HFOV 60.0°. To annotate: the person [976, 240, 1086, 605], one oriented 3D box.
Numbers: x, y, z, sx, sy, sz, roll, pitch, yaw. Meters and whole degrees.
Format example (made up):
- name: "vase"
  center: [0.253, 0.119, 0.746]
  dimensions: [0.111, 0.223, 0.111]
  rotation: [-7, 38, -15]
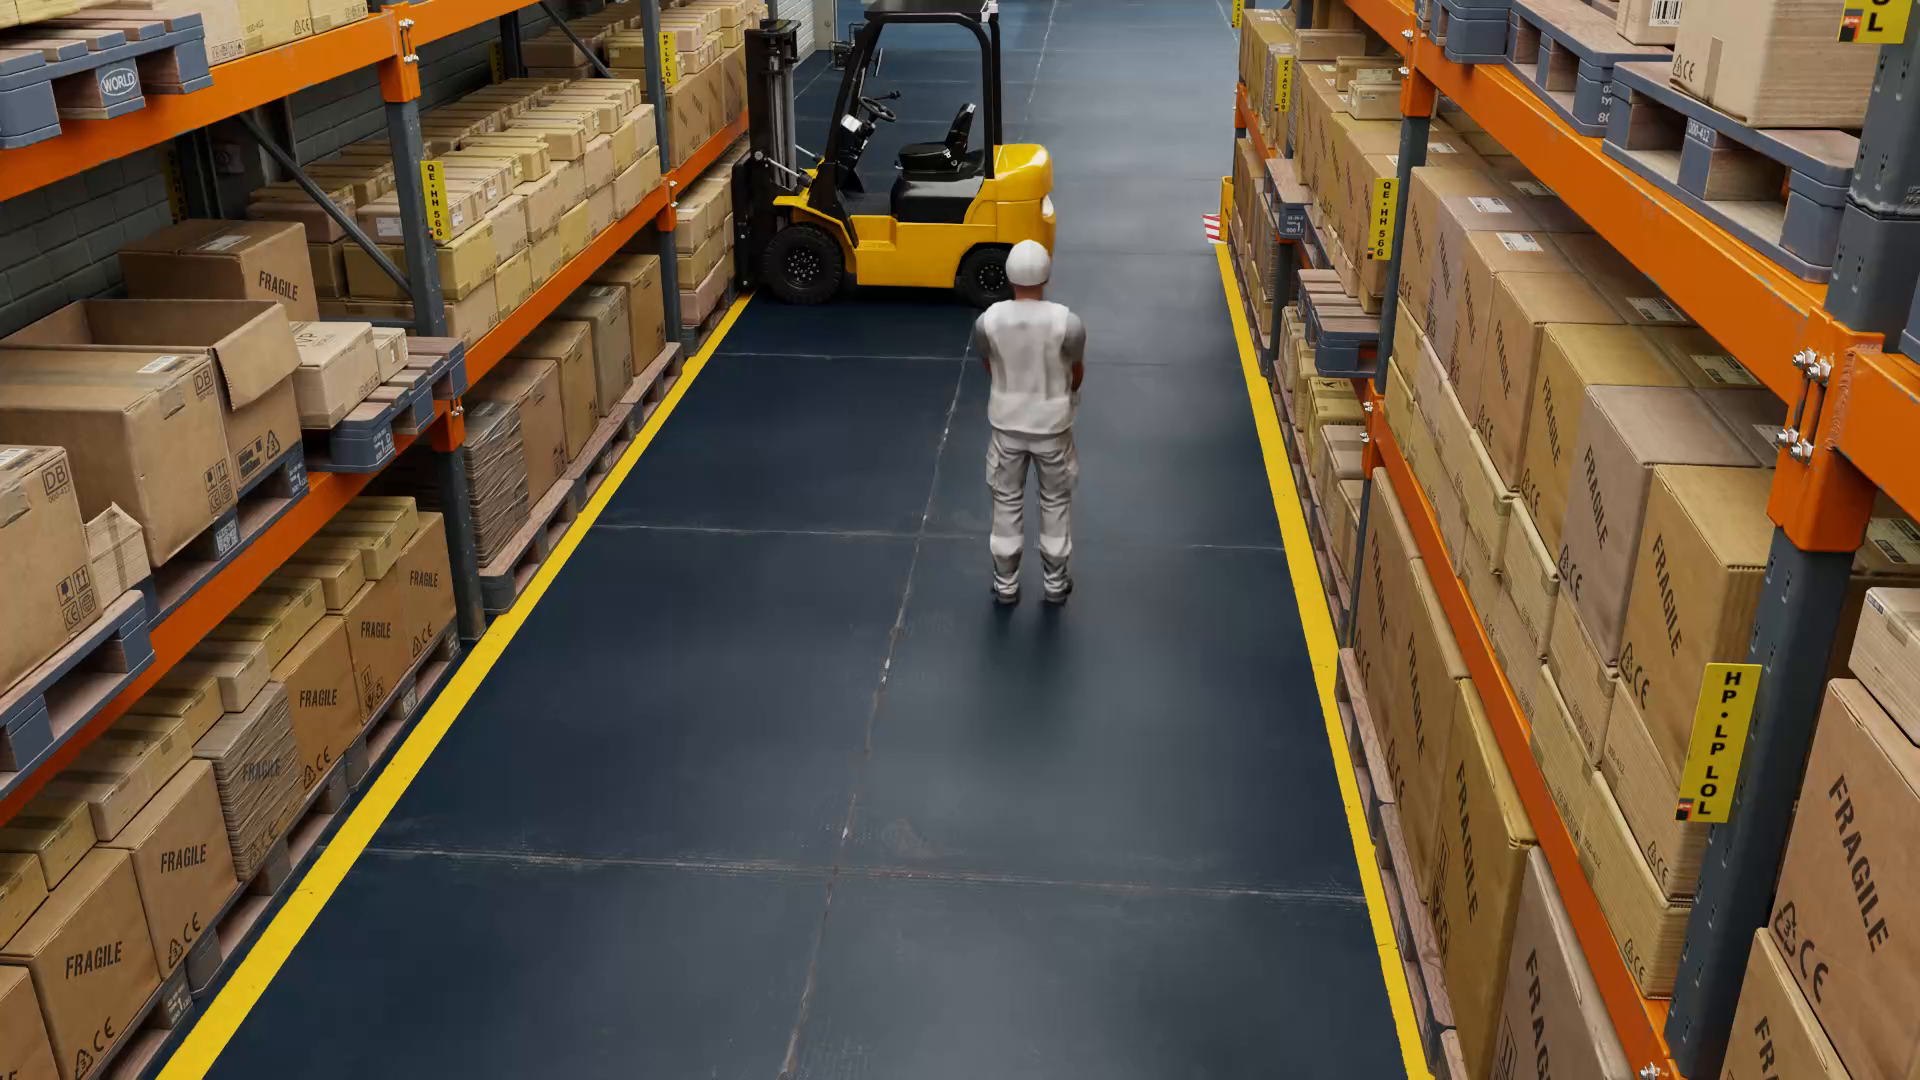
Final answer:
- name: "person"
  center: [0.347, -0.568, 7.831]
  dimensions: [0.506, 1.792, 0.554]
  rotation: [5, 25, 12]
